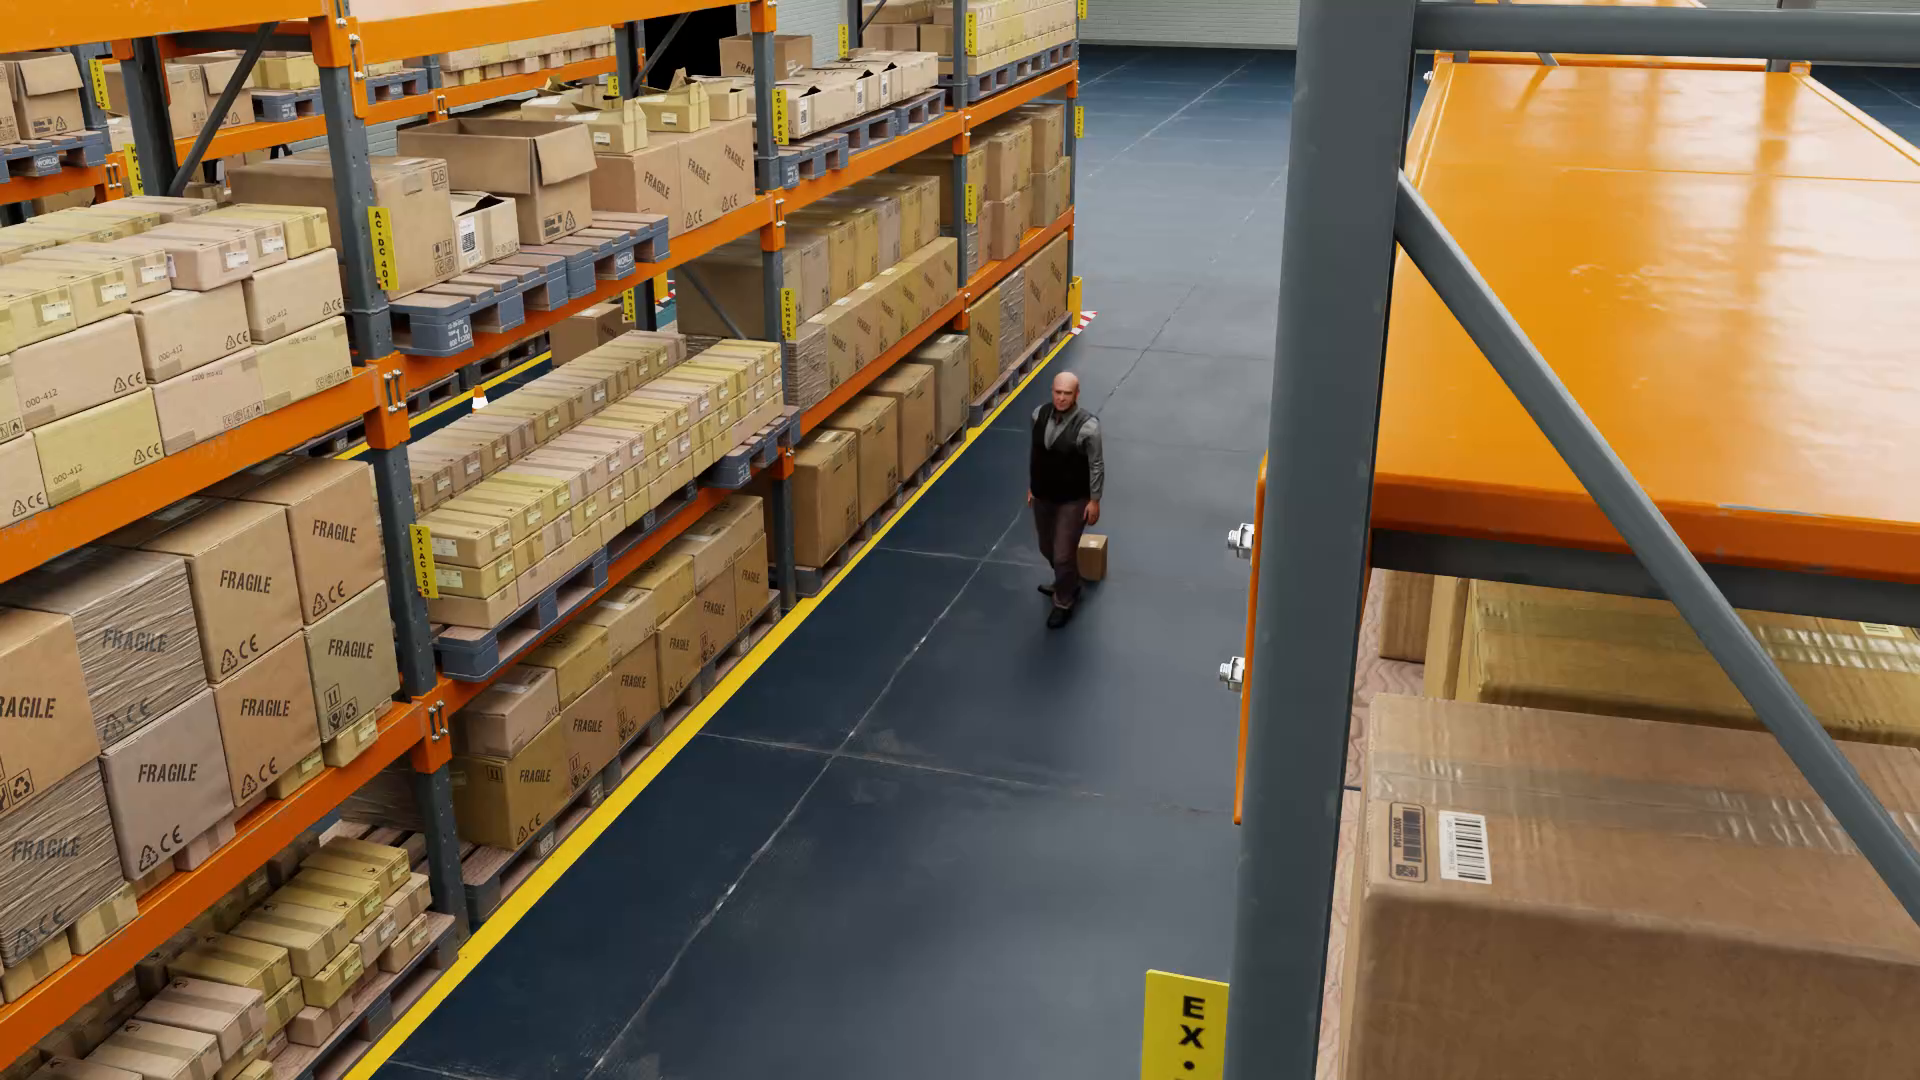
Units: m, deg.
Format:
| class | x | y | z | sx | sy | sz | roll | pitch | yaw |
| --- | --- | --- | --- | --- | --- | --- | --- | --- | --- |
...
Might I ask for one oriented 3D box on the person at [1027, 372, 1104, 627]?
| class | x | y | z | sx | sy | sz | roll | pitch | yaw |
| --- | --- | --- | --- | --- | --- | --- | --- | --- | --- |
| person | 0.706 | -0.305 | 10.886 | 0.577 | 1.708 | 0.556 | 18 | 28 | 37 |
